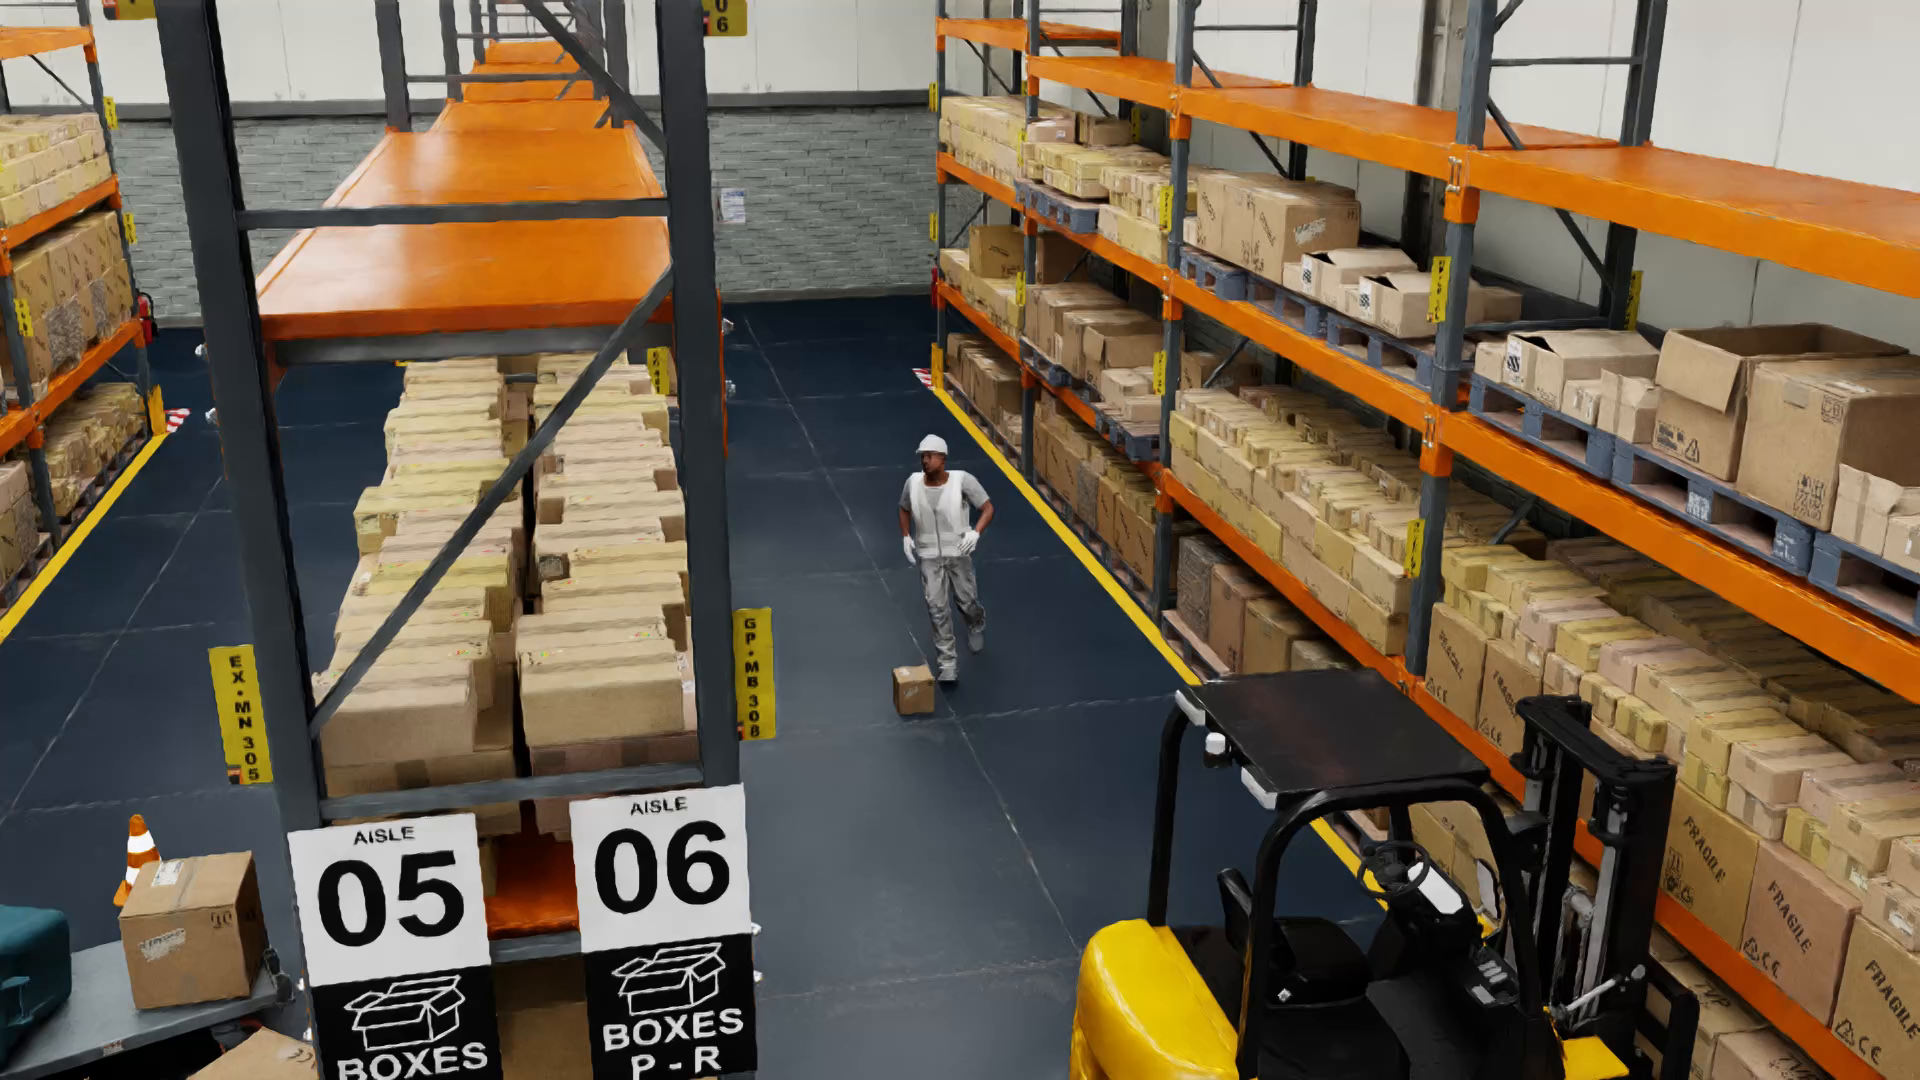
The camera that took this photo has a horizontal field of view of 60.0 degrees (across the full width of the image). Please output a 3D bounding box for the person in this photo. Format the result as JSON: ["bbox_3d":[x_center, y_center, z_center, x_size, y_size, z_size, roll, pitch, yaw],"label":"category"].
[{"bbox_3d":[-0.123,0.120,12.045,0.719,1.765,0.851,3,20,9],"label":"person"}]
